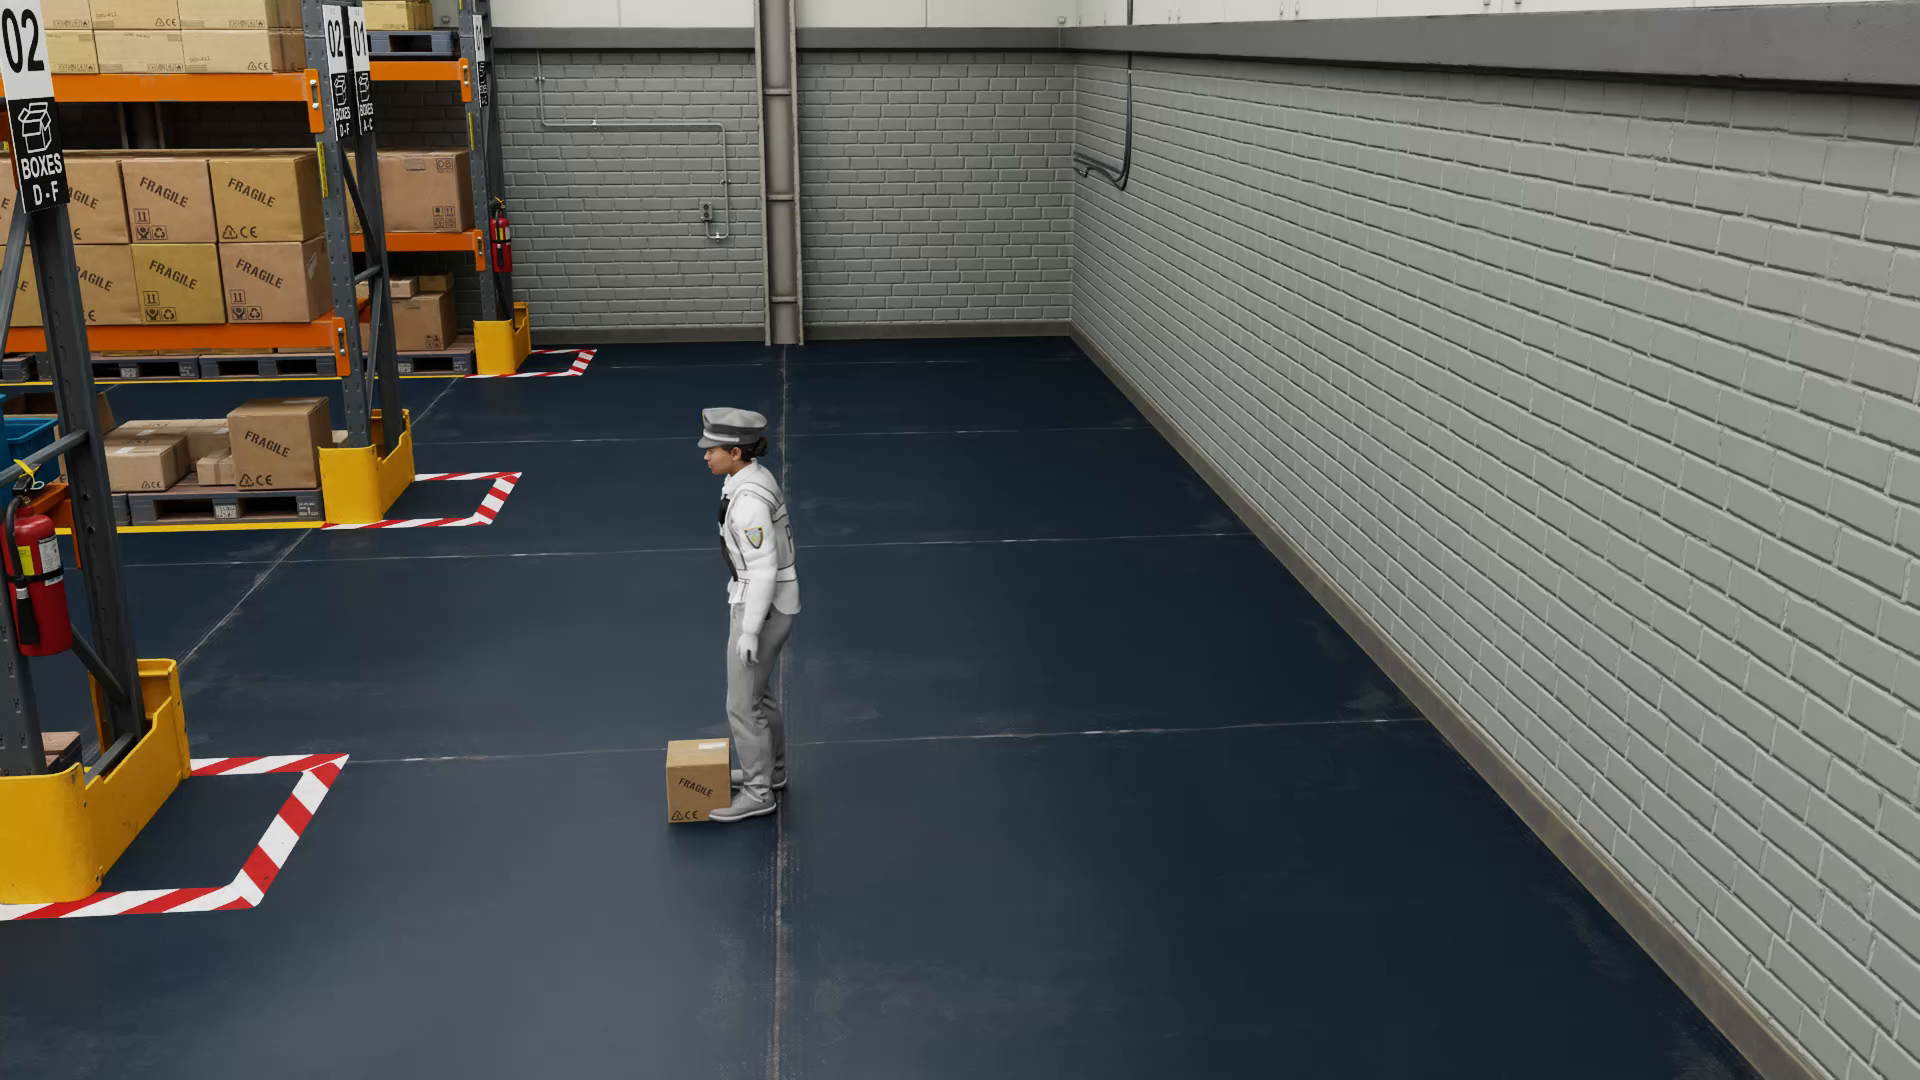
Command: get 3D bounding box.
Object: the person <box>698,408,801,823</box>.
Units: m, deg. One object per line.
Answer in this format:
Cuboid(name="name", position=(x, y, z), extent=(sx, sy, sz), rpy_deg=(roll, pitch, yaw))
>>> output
Cuboid(name="person", position=(-0.837, 0.292, 6.568), extent=(0.410, 1.666, 0.547), rpy_deg=(-3, 17, -9))
